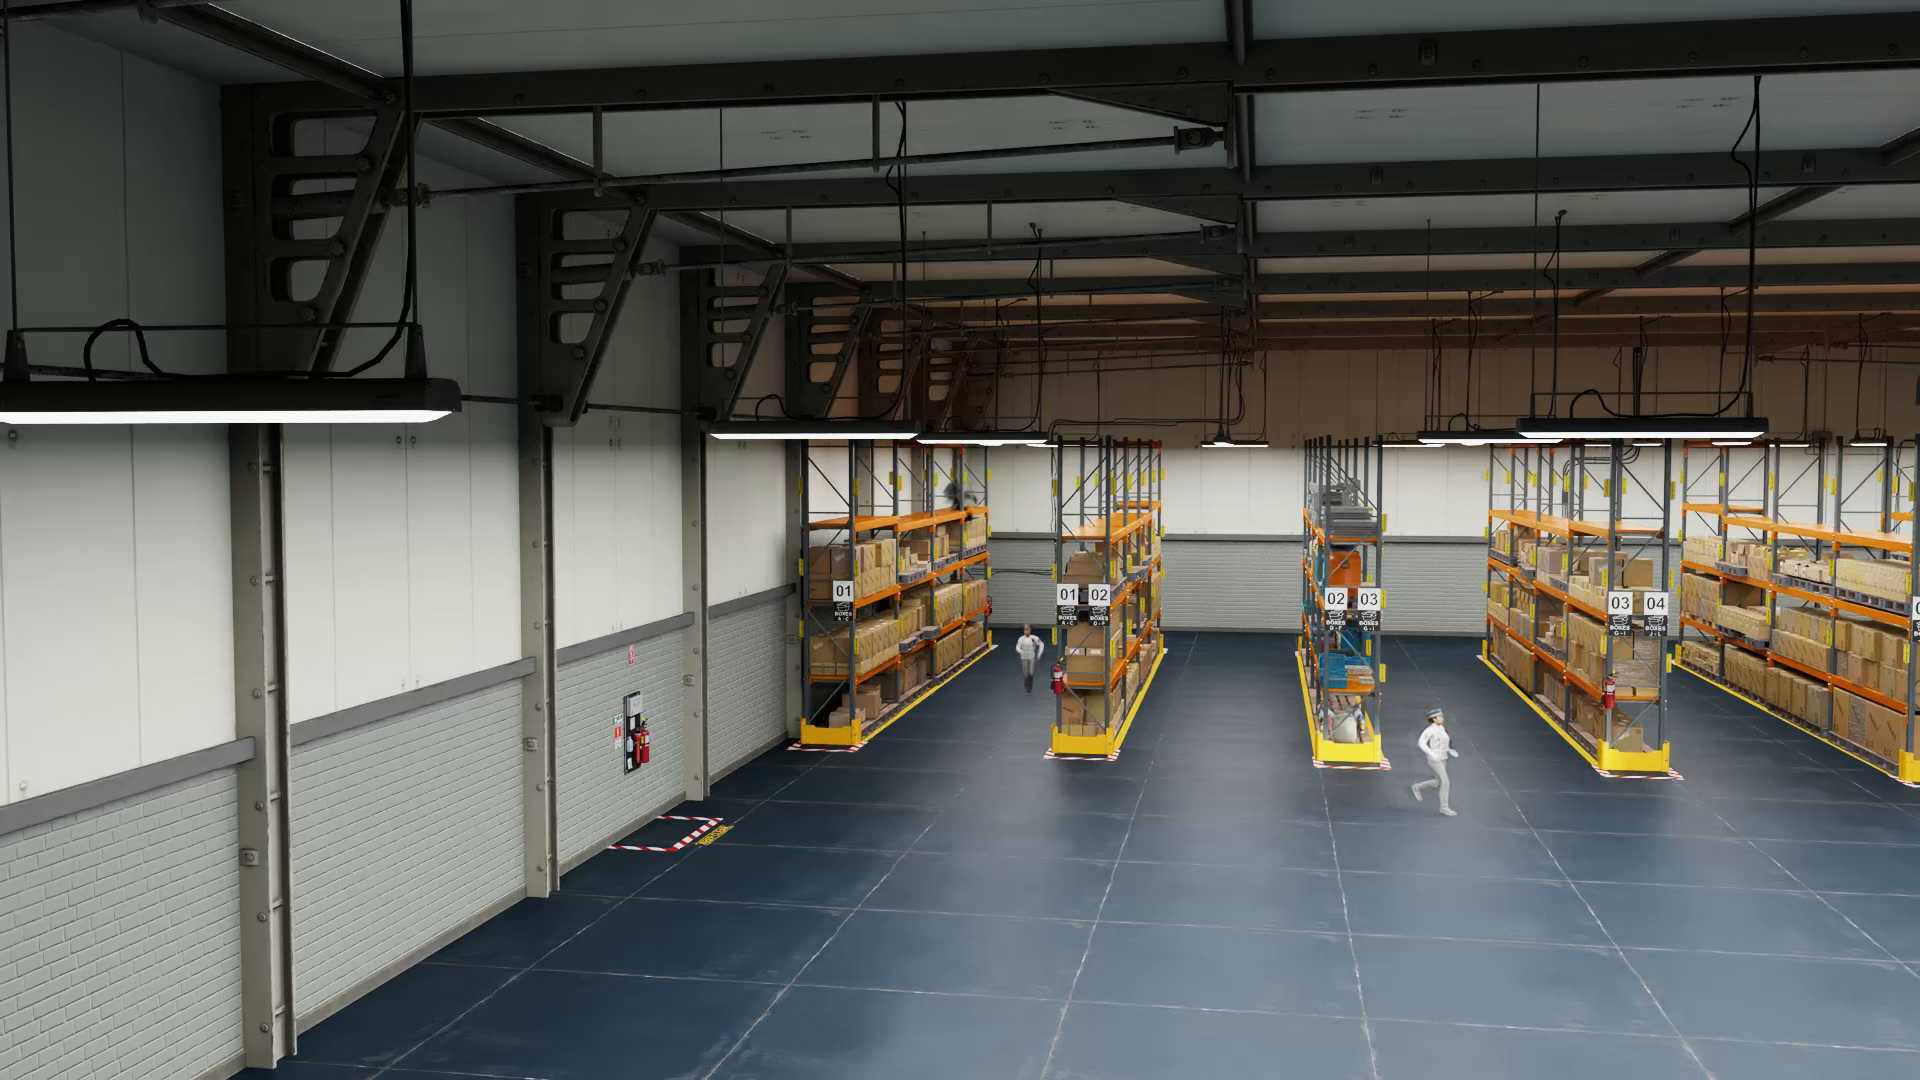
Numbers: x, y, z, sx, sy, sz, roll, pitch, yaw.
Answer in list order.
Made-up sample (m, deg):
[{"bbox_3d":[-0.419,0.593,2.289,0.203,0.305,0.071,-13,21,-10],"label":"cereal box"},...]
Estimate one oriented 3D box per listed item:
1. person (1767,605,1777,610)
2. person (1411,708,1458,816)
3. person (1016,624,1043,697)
[{"bbox_3d":[20.884,2.529,42.770,0.625,1.837,0.769,0,3,3],"label":"person"},{"bbox_3d":[7.477,3.479,26.244,0.781,1.687,0.618,2,4,38],"label":"person"},{"bbox_3d":[1.607,2.804,38.739,0.618,1.711,0.703,1,3,11],"label":"person"}]
